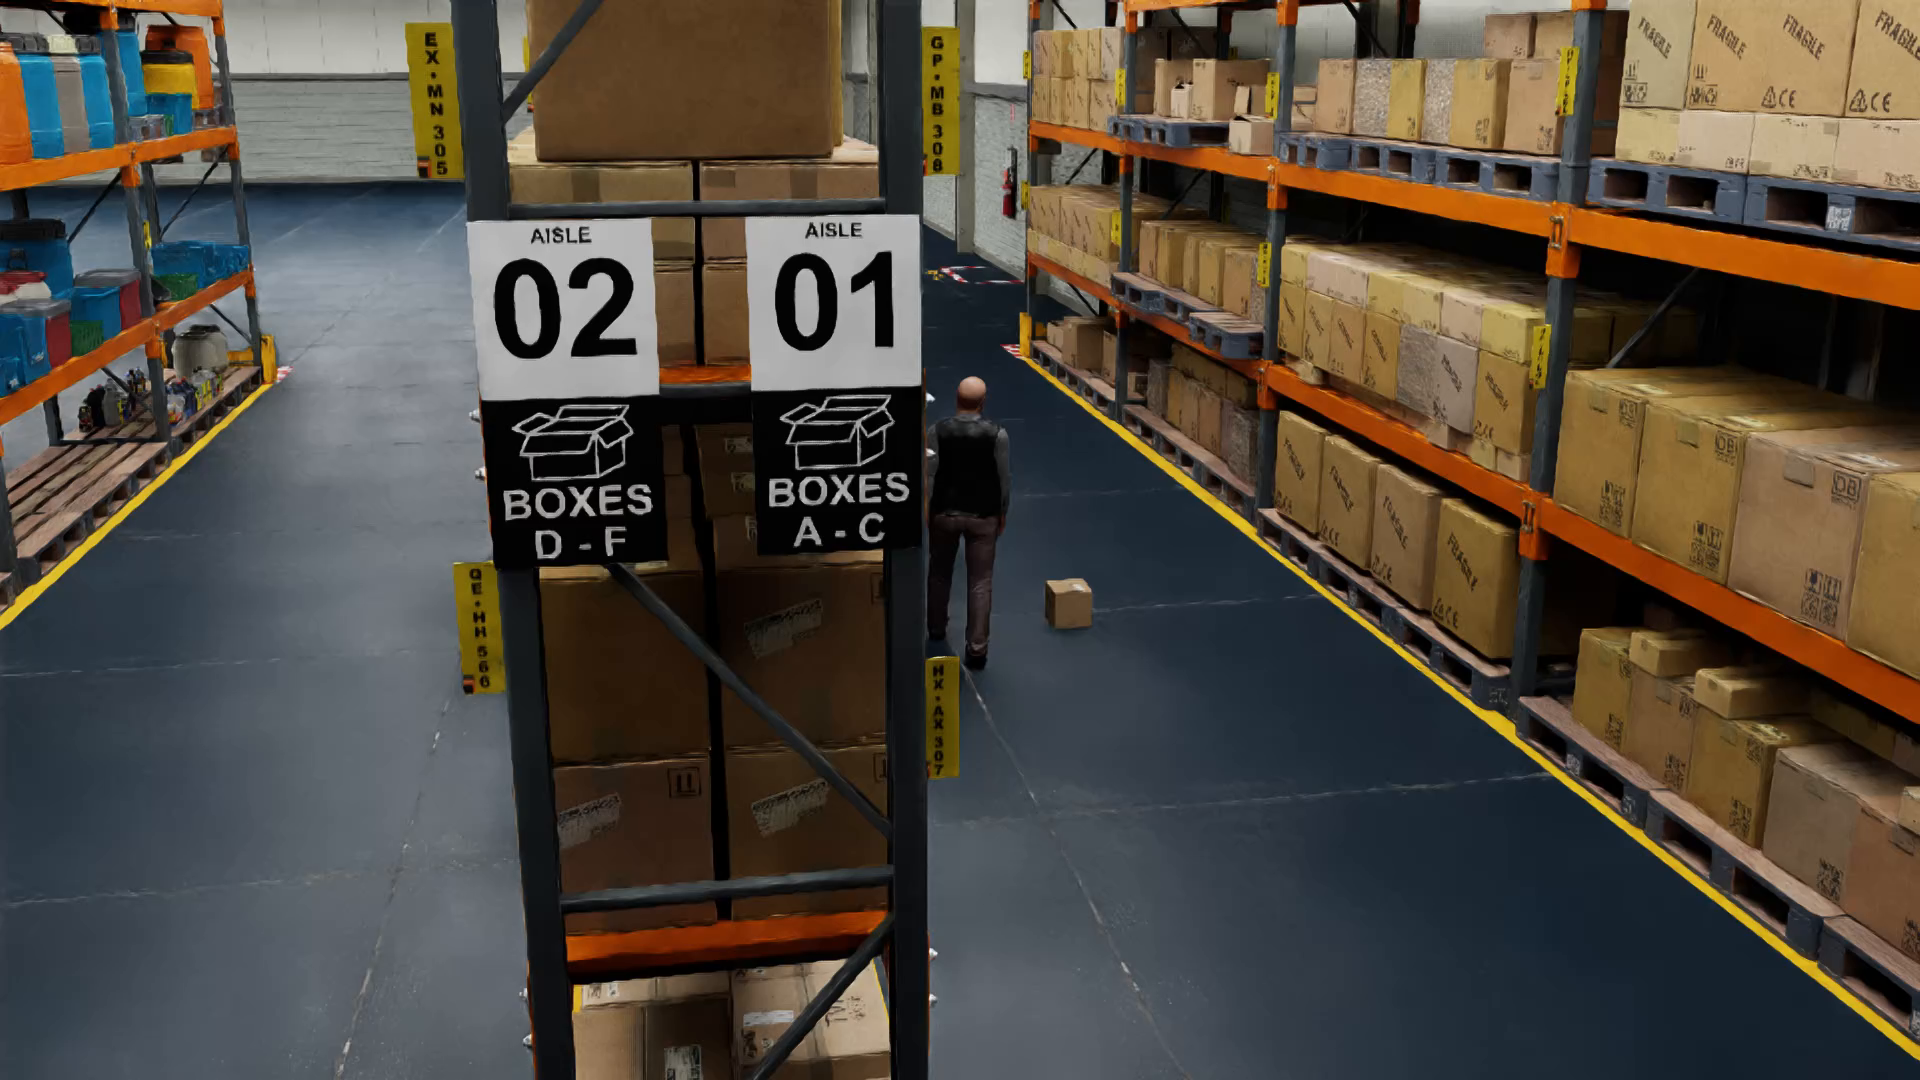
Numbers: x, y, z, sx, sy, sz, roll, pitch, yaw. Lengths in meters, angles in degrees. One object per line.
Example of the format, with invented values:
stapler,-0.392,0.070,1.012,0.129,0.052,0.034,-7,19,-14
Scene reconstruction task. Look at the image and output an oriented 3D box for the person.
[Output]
person,0.027,-0.154,10.095,0.568,1.704,0.784,1,16,5
